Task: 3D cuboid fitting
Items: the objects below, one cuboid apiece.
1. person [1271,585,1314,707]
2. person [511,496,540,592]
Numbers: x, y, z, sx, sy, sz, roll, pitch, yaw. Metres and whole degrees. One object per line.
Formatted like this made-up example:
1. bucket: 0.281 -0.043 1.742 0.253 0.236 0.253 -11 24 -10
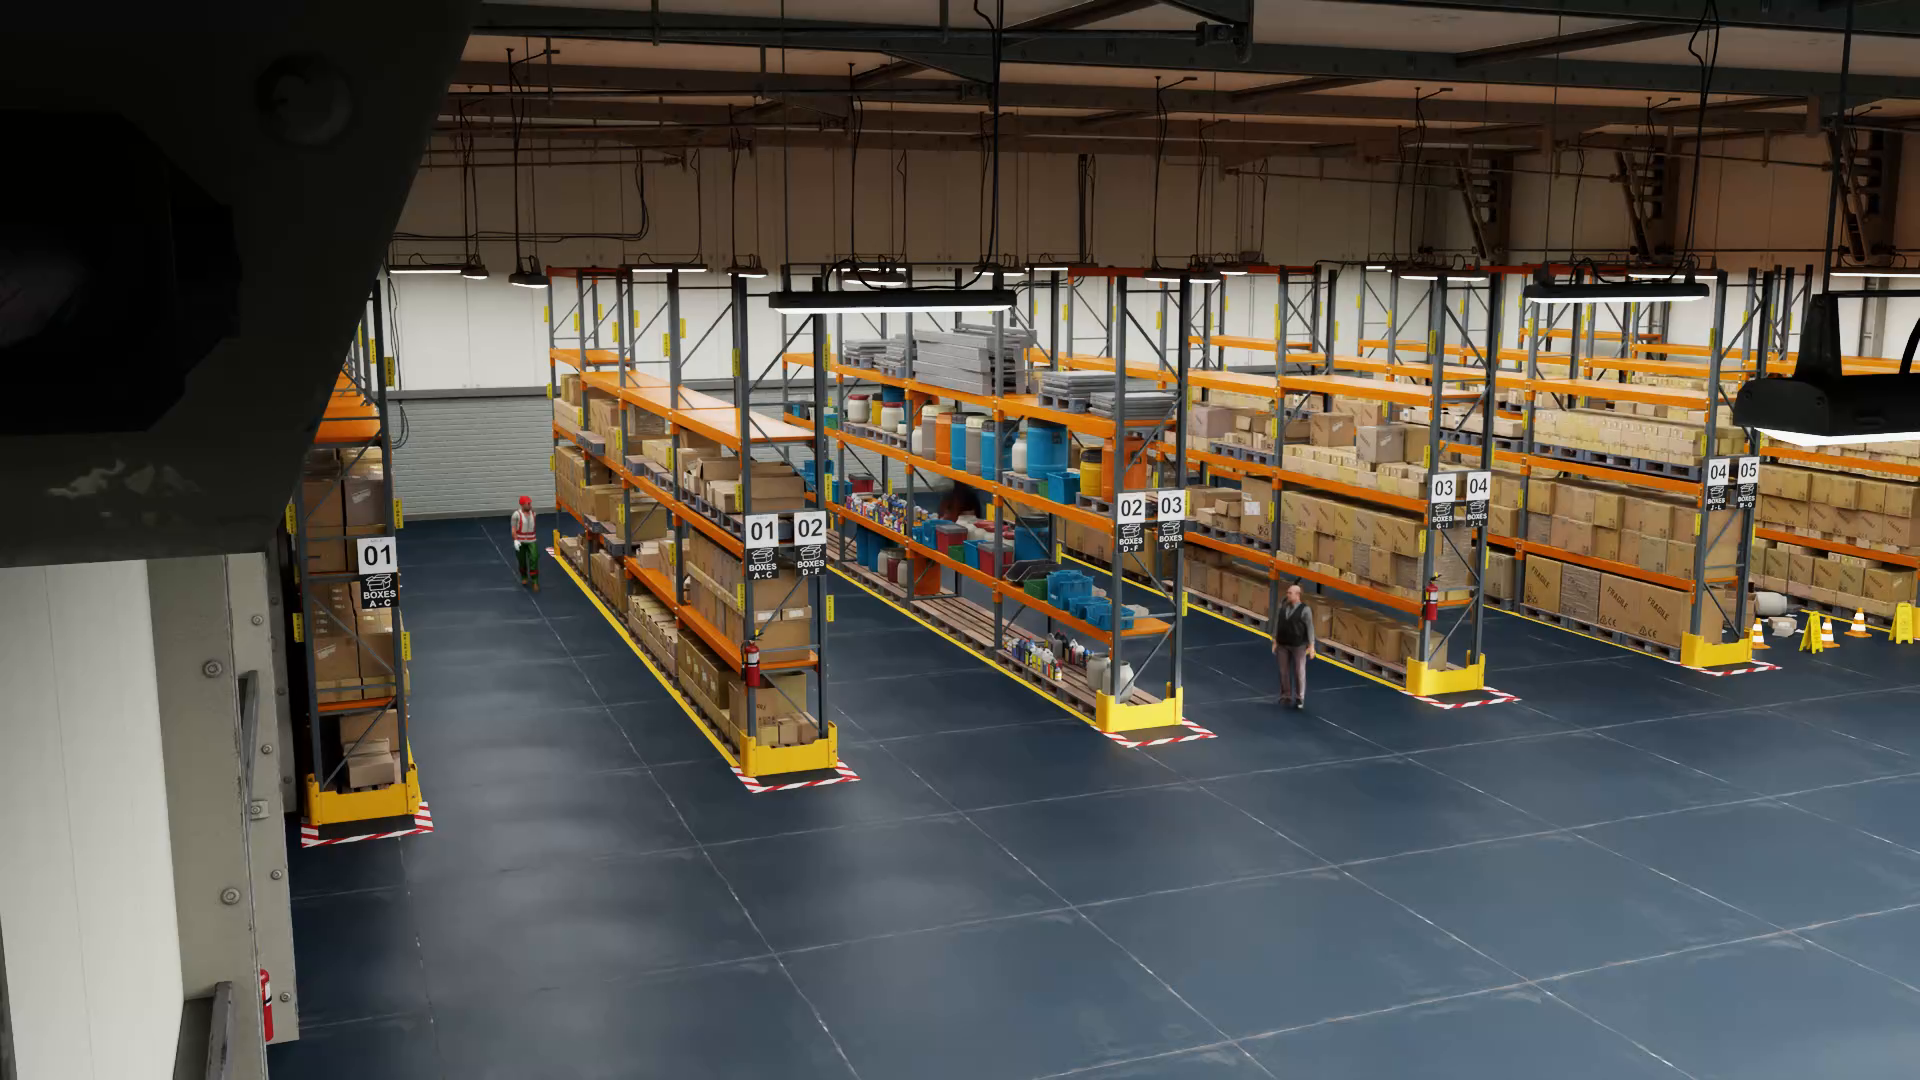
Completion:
1. person: 4.645 1.497 23.171 0.626 1.756 0.393 6 12 32
2. person: -8.170 0.041 31.242 0.485 1.751 0.947 -3 10 -19
